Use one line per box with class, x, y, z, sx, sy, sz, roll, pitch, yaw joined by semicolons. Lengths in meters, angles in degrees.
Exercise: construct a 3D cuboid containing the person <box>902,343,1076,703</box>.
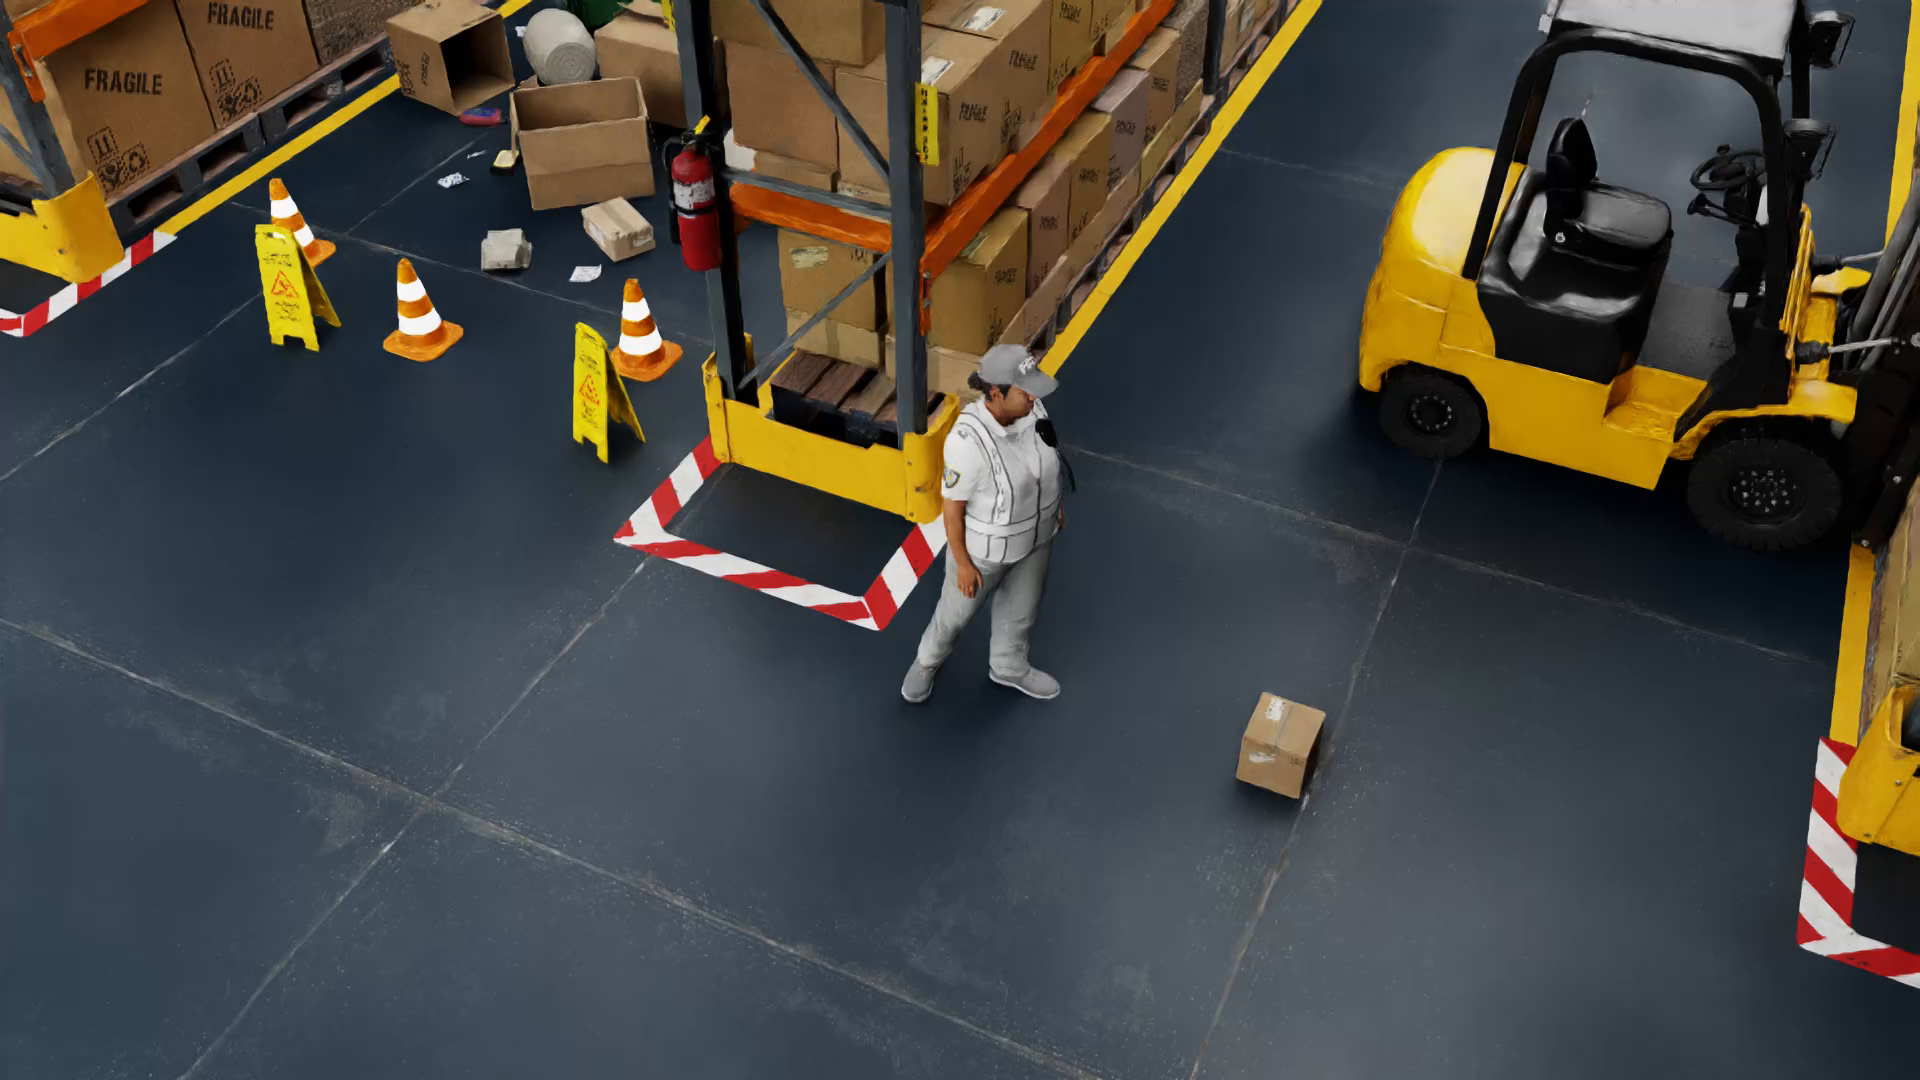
person;0.107;-0.044;6.214;0.667;1.663;0.521;-31;50;-29
